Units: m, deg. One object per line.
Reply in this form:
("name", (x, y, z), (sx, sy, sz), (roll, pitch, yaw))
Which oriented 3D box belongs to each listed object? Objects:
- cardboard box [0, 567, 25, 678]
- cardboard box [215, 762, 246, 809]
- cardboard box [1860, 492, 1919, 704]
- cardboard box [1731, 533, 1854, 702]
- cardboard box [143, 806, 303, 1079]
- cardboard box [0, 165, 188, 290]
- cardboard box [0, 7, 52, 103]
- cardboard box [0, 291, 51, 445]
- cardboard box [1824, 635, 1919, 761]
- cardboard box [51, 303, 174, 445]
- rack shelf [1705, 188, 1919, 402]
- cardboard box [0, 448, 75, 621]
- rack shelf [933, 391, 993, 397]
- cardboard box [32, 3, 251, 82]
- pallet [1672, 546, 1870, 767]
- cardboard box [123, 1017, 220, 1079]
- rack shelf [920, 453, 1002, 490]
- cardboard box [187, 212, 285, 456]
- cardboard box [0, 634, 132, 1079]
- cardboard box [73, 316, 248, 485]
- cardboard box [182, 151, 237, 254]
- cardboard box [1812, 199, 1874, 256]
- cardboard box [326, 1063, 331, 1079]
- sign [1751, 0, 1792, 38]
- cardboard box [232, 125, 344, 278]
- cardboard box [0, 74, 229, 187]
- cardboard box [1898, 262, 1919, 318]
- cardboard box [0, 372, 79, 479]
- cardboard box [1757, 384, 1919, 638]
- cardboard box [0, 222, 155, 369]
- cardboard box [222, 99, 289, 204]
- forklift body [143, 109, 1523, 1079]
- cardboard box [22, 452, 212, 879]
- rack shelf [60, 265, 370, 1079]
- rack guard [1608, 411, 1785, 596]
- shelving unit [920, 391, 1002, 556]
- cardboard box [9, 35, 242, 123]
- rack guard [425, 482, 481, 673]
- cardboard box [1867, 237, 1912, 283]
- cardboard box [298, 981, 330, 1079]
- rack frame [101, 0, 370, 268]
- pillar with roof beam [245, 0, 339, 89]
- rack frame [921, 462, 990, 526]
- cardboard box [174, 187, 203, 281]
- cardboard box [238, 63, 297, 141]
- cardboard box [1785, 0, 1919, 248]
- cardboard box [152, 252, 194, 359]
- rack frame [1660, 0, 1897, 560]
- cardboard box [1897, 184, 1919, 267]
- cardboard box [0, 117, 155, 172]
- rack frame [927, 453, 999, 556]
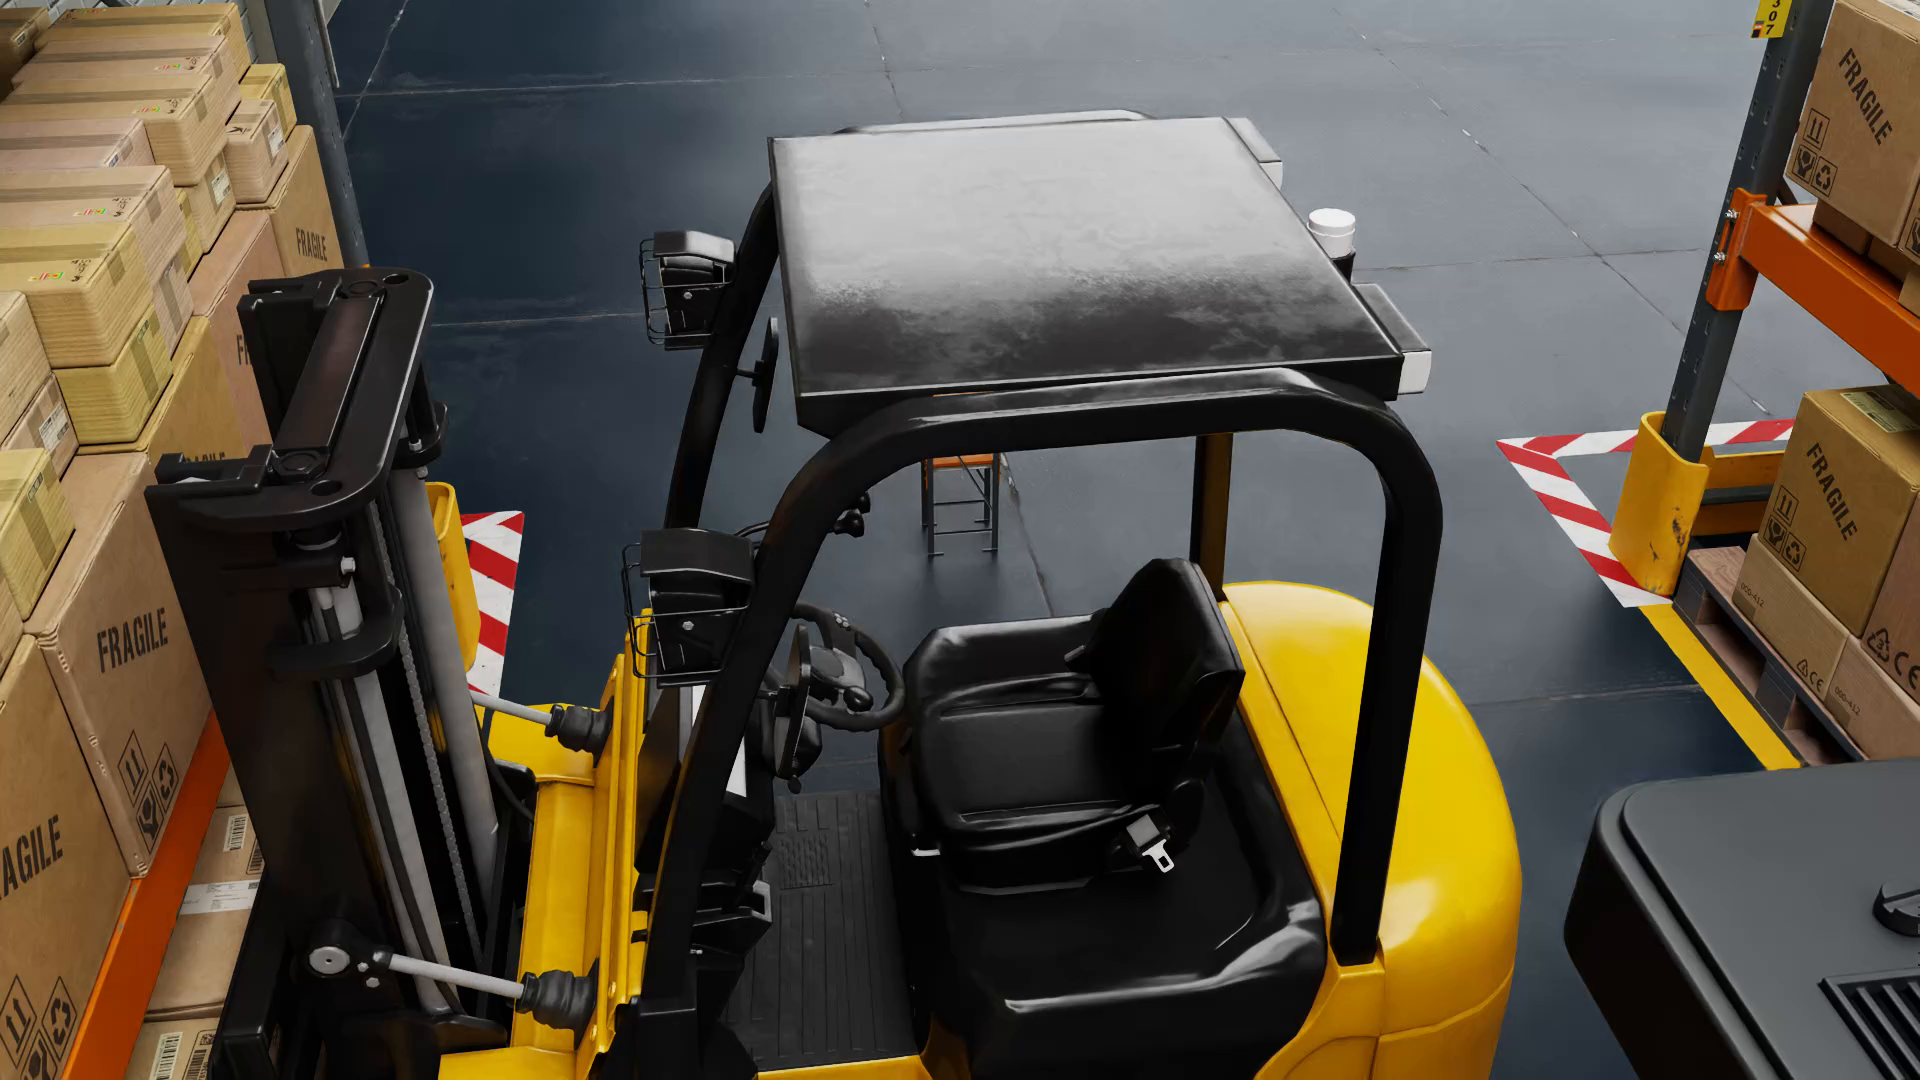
("cardboard box", (-1.494, 0.153, 2.198), (0.380, 0.149, 0.250), (-5, 35, -8))
("cardboard box", (-1.583, 0.492, 3.545), (0.500, 0.250, 0.500), (-4, 34, -6))
("cardboard box", (2.725, 0.195, 4.204), (0.500, 0.500, 0.500), (-6, 35, -8))
("cardboard box", (2.646, 0.200, 4.862), (0.500, 0.250, 0.500), (-5, 35, -7))
("cardboard box", (-1.522, 0.776, 3.129), (0.500, 0.250, 0.500), (-5, 35, -7))
("cardboard box", (-1.618, -0.544, 2.955), (0.380, 0.149, 0.250), (-4, 34, -5))
("cardboard box", (-2.273, -1.085, 3.749), (0.380, 0.149, 0.250), (-5, 35, -7))
("cardboard box", (-1.637, -0.249, 2.523), (0.380, 0.149, 0.250), (-4, 34, -6))
("cardboard box", (2.708, 0.485, 4.443), (0.500, 0.250, 0.500), (-3, 34, -5))
("cardboard box", (-1.585, -0.279, 2.831), (0.380, 0.149, 0.250), (-4, 34, -6))
("rack shelf", (3.081, 0.179, 3.462), (1.077, 0.370, 4.000), (-4, 35, -6))
("cardboard box", (-1.539, 0.005, 2.415), (0.380, 0.149, 0.250), (-5, 35, -7))
("rack shelf", (-0.002, -0.467, 5.449), (0.258, 0.103, 0.180), (-4, 35, -6))
("cardboard box", (-1.849, -1.104, 3.778), (0.380, 0.149, 0.250), (-4, 35, -6))
("pallet", (2.896, 0.417, 4.951), (1.003, 0.211, 1.213), (-4, 35, -6))
("cardboard box", (-1.459, 1.069, 2.698), (0.500, 0.250, 0.500), (-3, 34, -5))
("rack shelf", (-0.002, -0.269, 5.584), (0.258, 0.103, 0.180), (-4, 35, -6))
("cardboard box", (-1.719, -0.352, 3.515), (0.500, 0.500, 0.500), (-3, 34, -5))
("cardboard box", (-1.525, 0.496, 2.270), (0.500, 0.500, 0.500), (-5, 35, -7))
("cardboard box", (-1.650, -0.066, 3.095), (0.500, 0.500, 0.500), (-5, 35, -7))
("cardboard box", (-1.744, -0.703, 3.454), (0.380, 0.149, 0.250), (-4, 34, -5))
("cardboard box", (2.653, -0.925, 4.667), (0.380, 0.149, 0.250), (-4, 35, -6))
("cardboard box", (-1.522, 1.191, 3.407), (0.500, 0.250, 0.500), (-3, 34, -5))
("sign", (2.274, -1.551, 4.593), (0.100, 0.325, 0.005), (-4, 35, -6))
("cardboard box", (-1.780, -0.643, 3.940), (0.500, 0.500, 0.500), (-5, 35, -7))
("cardboard box", (-1.723, -0.825, 3.368), (0.380, 0.149, 0.250), (-4, 34, -5))
("cardboard box", (2.656, -0.631, 4.235), (0.380, 0.149, 0.250), (-5, 35, -8))
("cardboard box", (-1.641, -0.133, 2.617), (0.380, 0.149, 0.250), (-5, 35, -7))
("cardboard box", (2.650, -0.097, 4.631), (0.500, 0.500, 0.500), (-5, 35, -8))
("cardboard box", (-1.578, -0.400, 2.744), (0.380, 0.149, 0.250), (-4, 34, -5))
("cardboard box", (-1.718, -0.853, 3.673), (0.380, 0.149, 0.250), (-4, 34, -6))
("forklift body", (-0.043, 0.415, 3.231), (2.313, 2.155, 1.214), (-4, 35, -6))
("cardboard box", (-1.571, 0.213, 2.685), (0.500, 0.500, 0.500), (-4, 34, -6))
("rack shelf", (-1.837, 0.557, 2.907), (1.077, 0.370, 4.000), (-4, 35, -6))
("rack guard", (2.822, -0.159, 5.539), (1.175, 0.500, 0.348), (-4, 35, -6))
("shelving unit", (-0.002, -0.504, 5.424), (0.258, 1.200, 0.189), (-4, 35, -6))
("cardboard box", (-1.785, -0.969, 3.579), (0.380, 0.149, 0.250), (-4, 35, -6))
("rack guard", (-2.109, 0.164, 5.066), (1.175, 0.500, 0.348), (-4, 35, -6))
("cardboard box", (2.701, -0.785, 4.461), (0.380, 0.149, 0.250), (-4, 34, -6))
("cardboard box", (-1.520, 0.995, 3.251), (0.500, 0.250, 0.500), (-4, 35, -7))
("rack frame", (-2.106, -0.856, 4.342), (1.000, 3.000, 0.127), (-4, 35, -6))
("pillar with roof beam", (0.553, -6.552, 7.374), (9.100, 9.000, 0.400), (-4, 35, -6))
("rack frame", (-0.014, -0.555, 5.499), (0.240, 1.200, 0.006), (-4, 35, -6))
("cardboard box", (-1.722, -0.564, 3.249), (0.380, 0.149, 0.250), (-5, 35, -7))
("cardboard box", (-1.782, -0.993, 3.879), (0.380, 0.149, 0.250), (-4, 34, -6))
("cardboard box", (2.601, -1.113, 4.366), (0.500, 0.500, 0.500), (-5, 35, -7))
("cardboard box", (-1.639, -0.419, 3.036), (0.380, 0.149, 0.250), (-5, 35, -8))
("rack frame", (2.812, -1.234, 4.897), (1.000, 3.000, 0.127), (-4, 35, -6))
("cardboard box", (2.674, -0.824, 3.943), (0.500, 0.500, 0.500), (-3, 34, -5))
("cardboard box", (-1.763, -0.681, 3.156), (0.380, 0.149, 0.250), (-4, 34, -6))
("rack frame", (0.010, -0.453, 5.349), (0.240, 1.200, 0.006), (-4, 35, -6))
